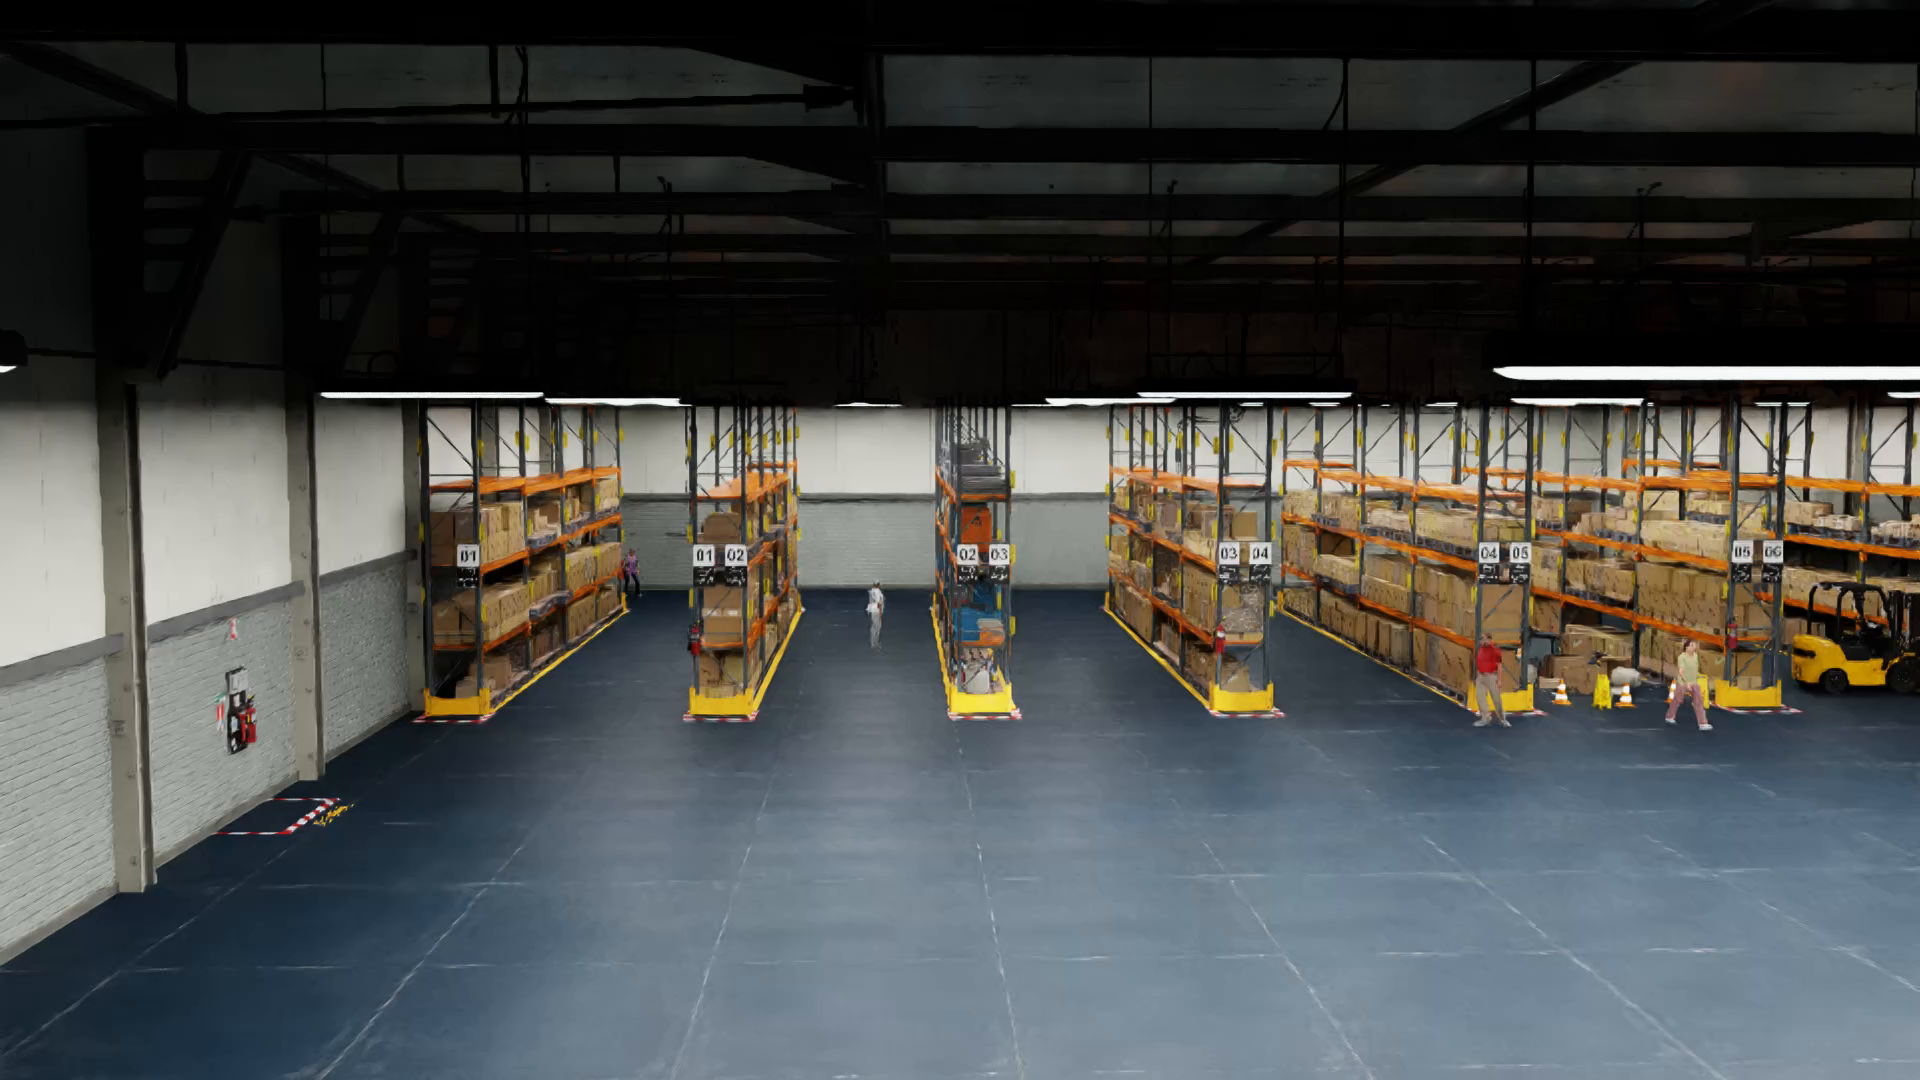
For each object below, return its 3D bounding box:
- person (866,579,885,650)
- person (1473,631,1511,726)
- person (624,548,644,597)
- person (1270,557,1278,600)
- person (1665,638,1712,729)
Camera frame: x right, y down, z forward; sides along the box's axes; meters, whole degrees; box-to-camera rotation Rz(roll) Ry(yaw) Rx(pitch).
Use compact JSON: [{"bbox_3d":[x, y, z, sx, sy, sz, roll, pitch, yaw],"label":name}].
[{"bbox_3d":[-1.979,1.758,39.679,0.464,1.673,0.579,-3,5,-31],"label":"person"},{"bbox_3d":[9.616,2.506,30.082,0.559,1.716,0.653,-3,5,-30],"label":"person"},{"bbox_3d":[-9.946,0.986,50.373,0.572,1.533,0.755,-2,5,-23],"label":"person"},{"bbox_3d":[9.156,0.973,49.658,0.559,1.669,0.700,3,6,37],"label":"person"},{"bbox_3d":[13.065,2.558,29.845,0.445,1.605,1.017,-1,5,-11],"label":"person"}]
